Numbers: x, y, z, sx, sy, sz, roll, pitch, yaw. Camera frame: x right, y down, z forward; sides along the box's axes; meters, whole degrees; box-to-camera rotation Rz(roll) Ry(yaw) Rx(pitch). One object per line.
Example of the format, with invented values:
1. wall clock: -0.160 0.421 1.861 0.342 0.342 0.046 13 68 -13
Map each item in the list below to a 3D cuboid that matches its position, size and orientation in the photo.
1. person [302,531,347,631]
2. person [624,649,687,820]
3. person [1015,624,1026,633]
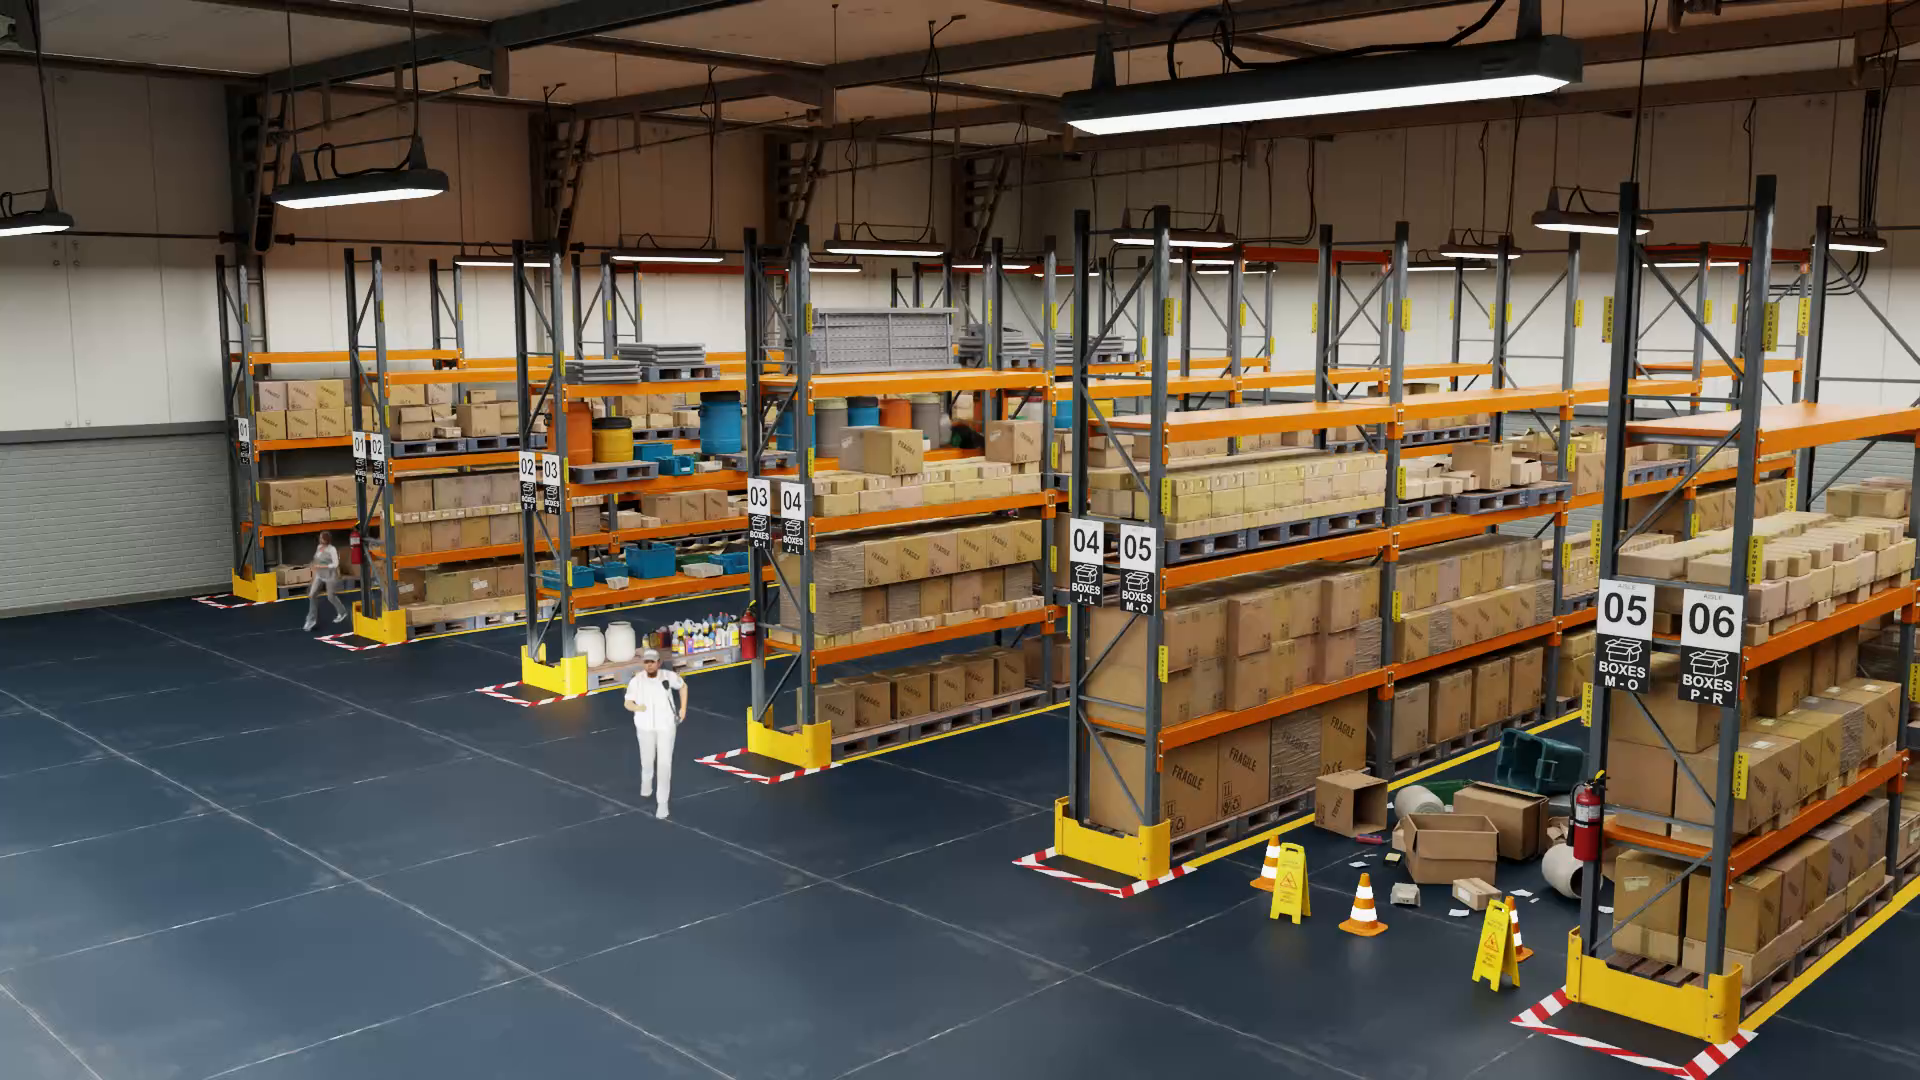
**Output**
1. person: -10.079 0.639 26.582 0.557 1.594 0.783 4 9 25
2. person: -3.119 1.940 17.112 0.613 1.714 0.887 -1 8 -4
3. person: 1.151 0.445 25.084 0.649 1.819 0.962 5 10 33
